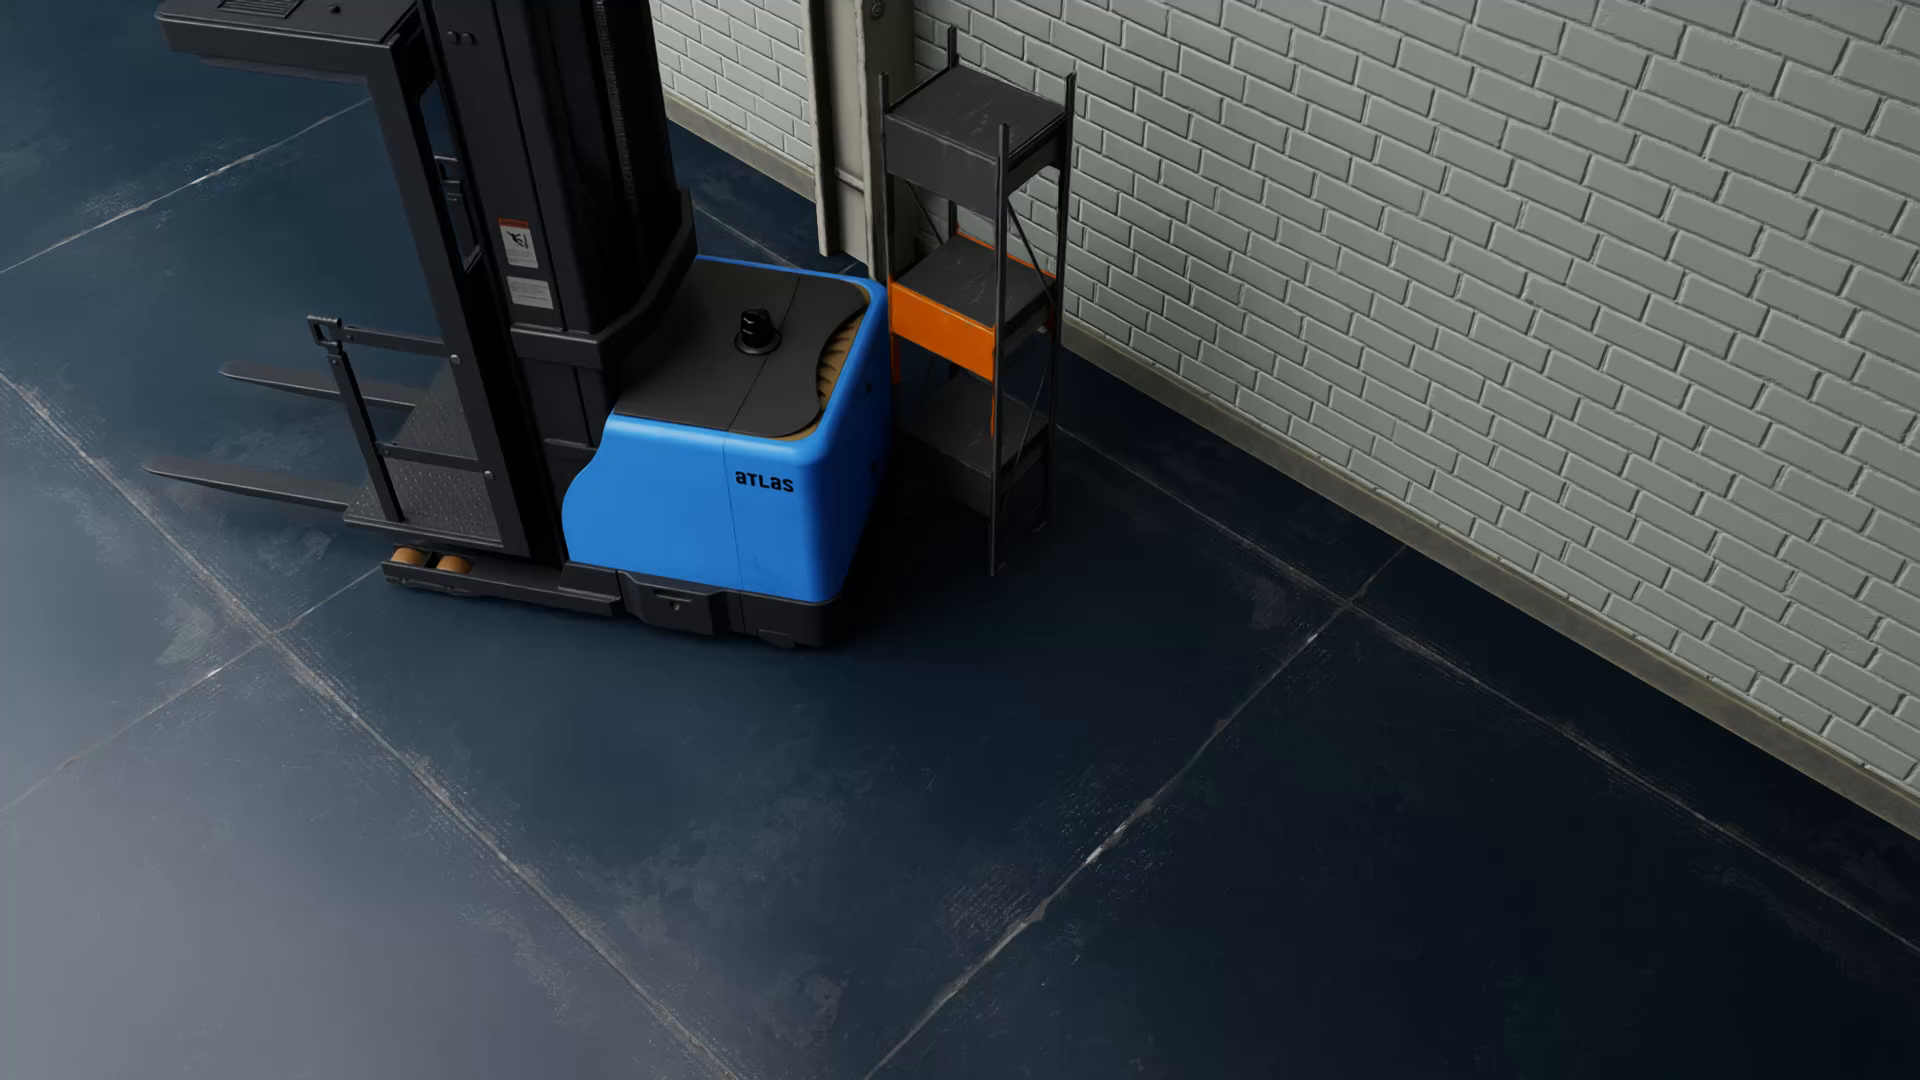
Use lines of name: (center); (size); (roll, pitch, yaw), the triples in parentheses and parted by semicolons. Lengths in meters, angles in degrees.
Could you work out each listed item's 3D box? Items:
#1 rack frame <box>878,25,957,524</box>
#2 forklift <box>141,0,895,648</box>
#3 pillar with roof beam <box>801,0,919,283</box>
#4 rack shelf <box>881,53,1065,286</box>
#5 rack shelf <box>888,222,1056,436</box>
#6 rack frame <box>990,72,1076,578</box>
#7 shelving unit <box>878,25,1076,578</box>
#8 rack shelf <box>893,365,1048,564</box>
rack frame: (-0.138, -0.901, 6.265); (0.015, 2.100, 0.400); (29, 53, 25)
forklift: (-1.819, -1.147, 5.925); (3.031, 2.935, 1.130); (9, 48, 9)
pillar with roof beam: (-3.365, -2.176, 2.729); (0.400, 9.000, 9.100); (34, 55, 28)
rack shelf: (0.056, -1.263, 5.663); (0.480, 0.518, 0.431); (29, 53, 25)
rack shelf: (0.056, -0.784, 6.173); (0.480, 0.518, 0.431); (29, 53, 25)
rack frame: (0.250, -0.686, 6.062); (0.015, 2.100, 0.400); (29, 53, 25)
shelving unit: (0.056, -0.794, 6.163); (0.503, 2.100, 0.431); (29, 53, 25)
rack shelf: (0.056, -0.305, 6.684); (0.480, 0.518, 0.431); (29, 53, 25)
